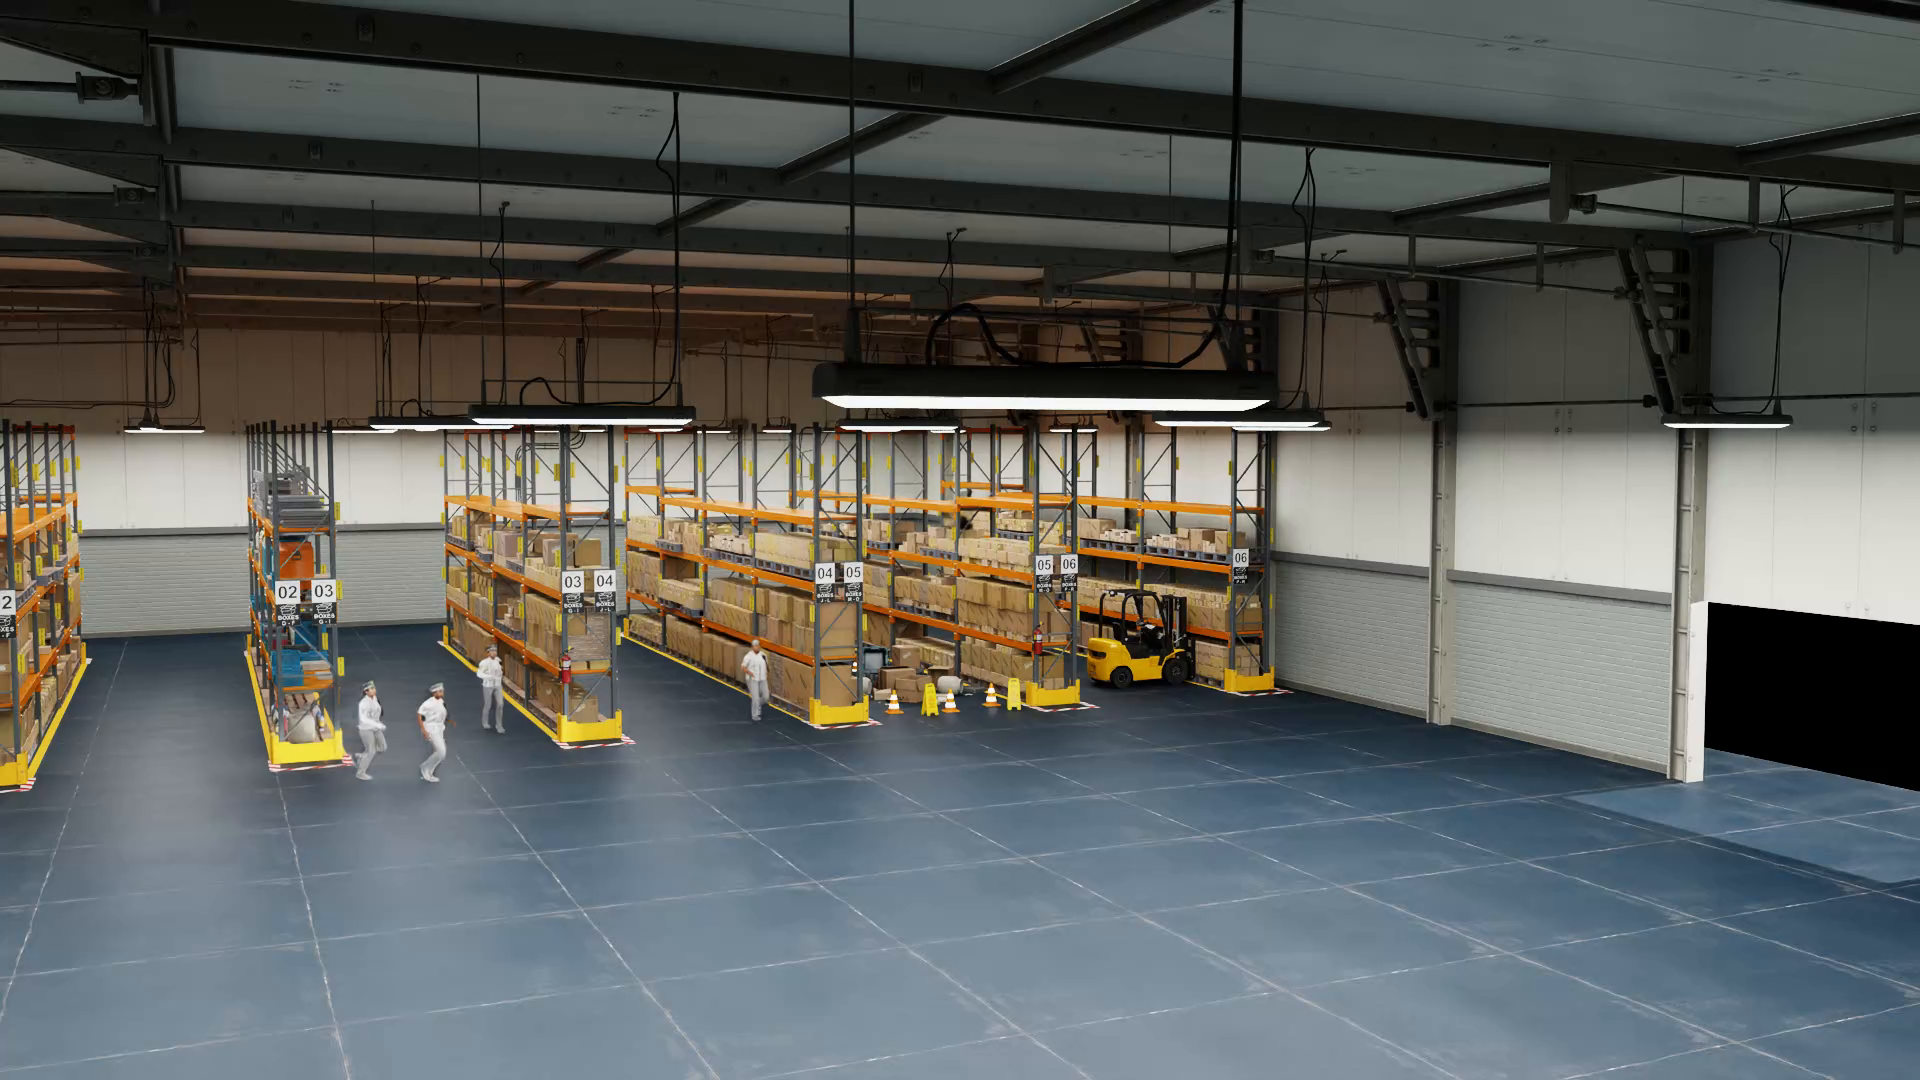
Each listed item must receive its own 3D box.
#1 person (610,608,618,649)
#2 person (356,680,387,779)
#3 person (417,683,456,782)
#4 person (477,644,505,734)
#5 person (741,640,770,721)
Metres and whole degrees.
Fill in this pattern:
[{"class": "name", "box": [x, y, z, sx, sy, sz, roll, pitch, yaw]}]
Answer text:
[{"class": "person", "box": [-9.343, 2.196, 44.114, 0.535, 1.576, 0.594, -1, 4, -14]}, {"class": "person", "box": [-9.839, 3.166, 27.812, 0.603, 1.661, 0.651, 1, 4, 9]}, {"class": "person", "box": [-8.665, 3.183, 27.578, 0.567, 1.649, 0.598, 1, 4, 11]}, {"class": "person", "box": [-9.075, 2.871, 32.194, 0.598, 1.739, 0.776, -3, 4, -36]}, {"class": "person", "box": [-4.097, 2.824, 33.522, 0.603, 1.605, 0.571, -2, 4, -29]}]
